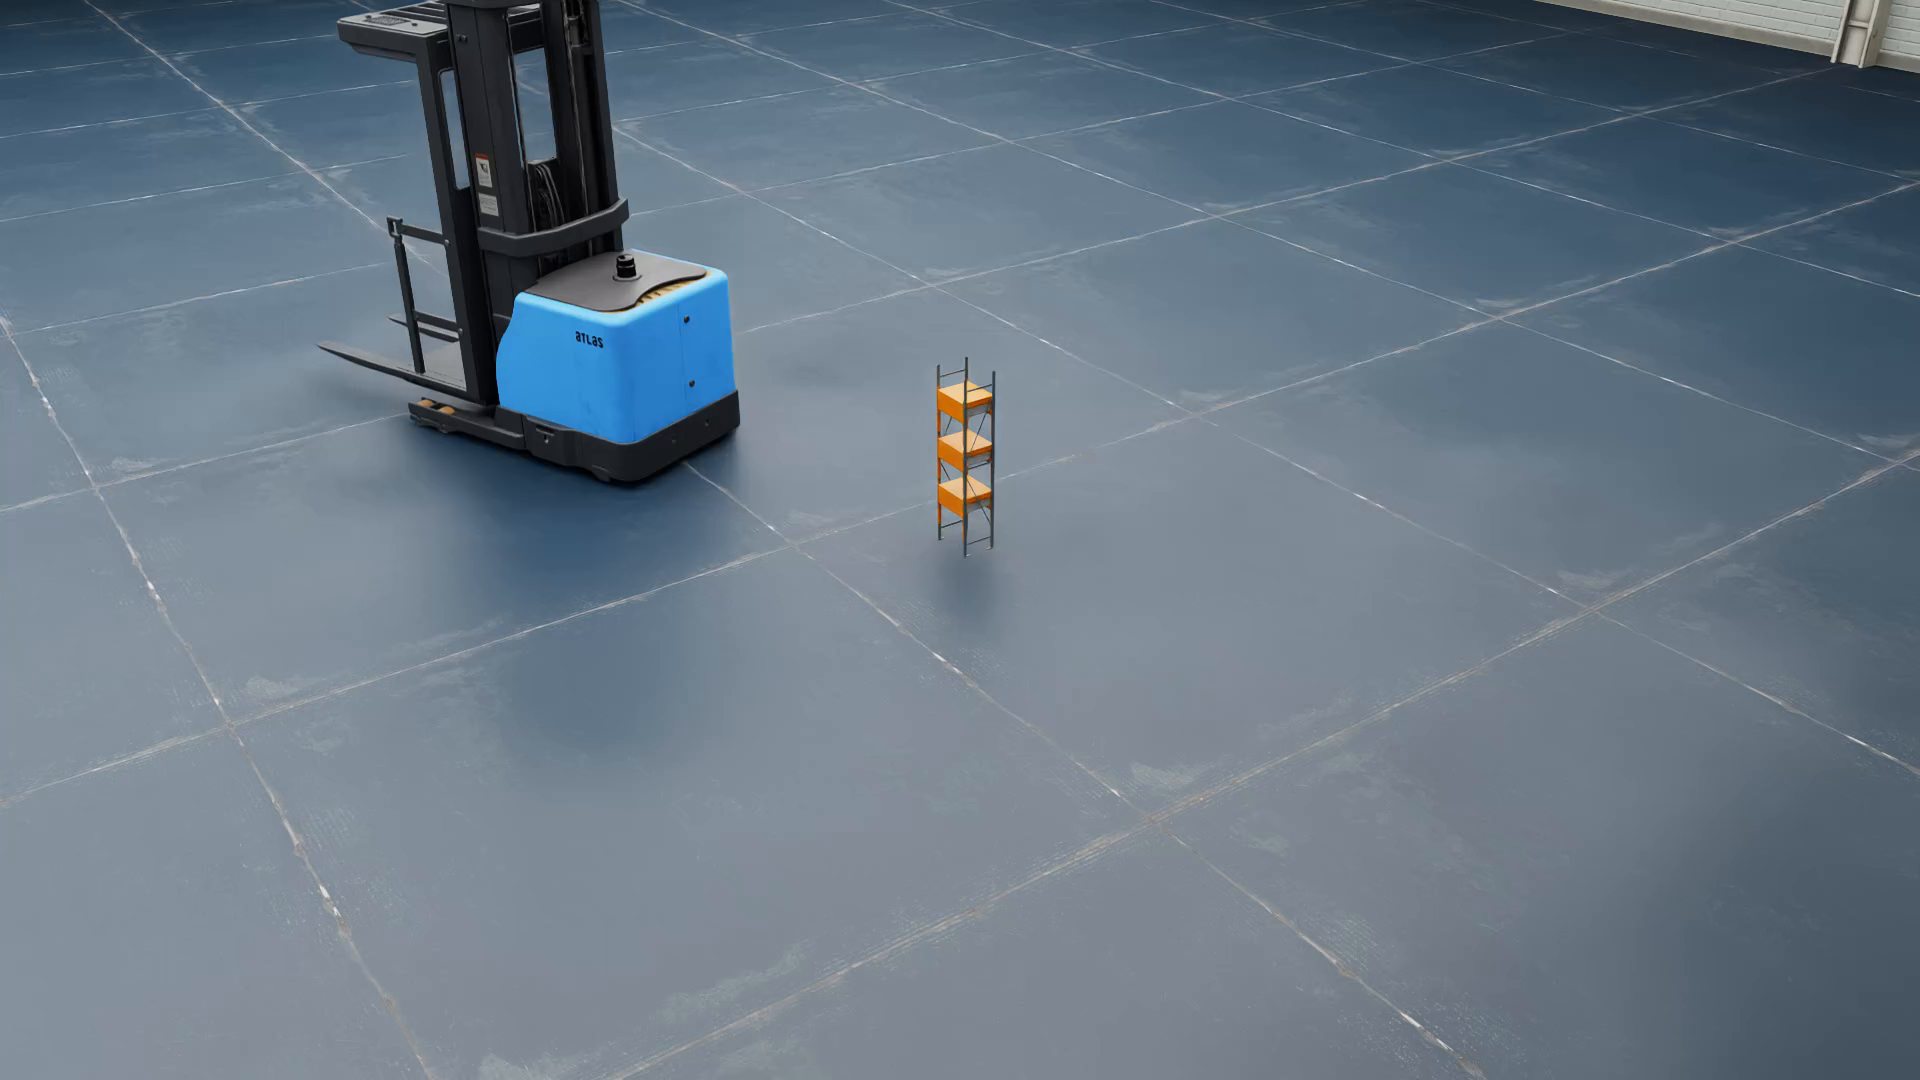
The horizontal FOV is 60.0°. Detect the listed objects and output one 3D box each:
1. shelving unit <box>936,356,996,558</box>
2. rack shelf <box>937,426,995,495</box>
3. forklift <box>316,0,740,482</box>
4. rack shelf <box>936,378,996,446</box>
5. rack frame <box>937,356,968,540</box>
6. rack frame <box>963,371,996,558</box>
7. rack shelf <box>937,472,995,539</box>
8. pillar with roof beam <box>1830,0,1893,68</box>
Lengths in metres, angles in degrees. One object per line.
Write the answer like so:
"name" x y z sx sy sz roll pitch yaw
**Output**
"shelving unit" 0.031 -0.441 8.961 0.215 1.050 0.252 -19 34 -31
"rack shelf" 0.031 -0.431 8.966 0.215 0.259 0.240 -19 34 -31
"forklift" -2.894 -2.153 10.142 3.031 2.935 1.130 17 33 29
"rack shelf" 0.031 -0.681 8.831 0.215 0.259 0.240 -19 34 -31
"rack frame" -0.040 -0.488 9.048 0.200 1.050 0.008 -19 34 -31
"rack frame" 0.102 -0.393 8.874 0.200 1.050 0.008 -19 34 -31
"rack shelf" 0.031 -0.187 9.099 0.215 0.259 0.240 -19 34 -31
"pillar with roof beam" 7.019 -8.381 15.252 9.100 9.000 0.400 -19 34 -31
